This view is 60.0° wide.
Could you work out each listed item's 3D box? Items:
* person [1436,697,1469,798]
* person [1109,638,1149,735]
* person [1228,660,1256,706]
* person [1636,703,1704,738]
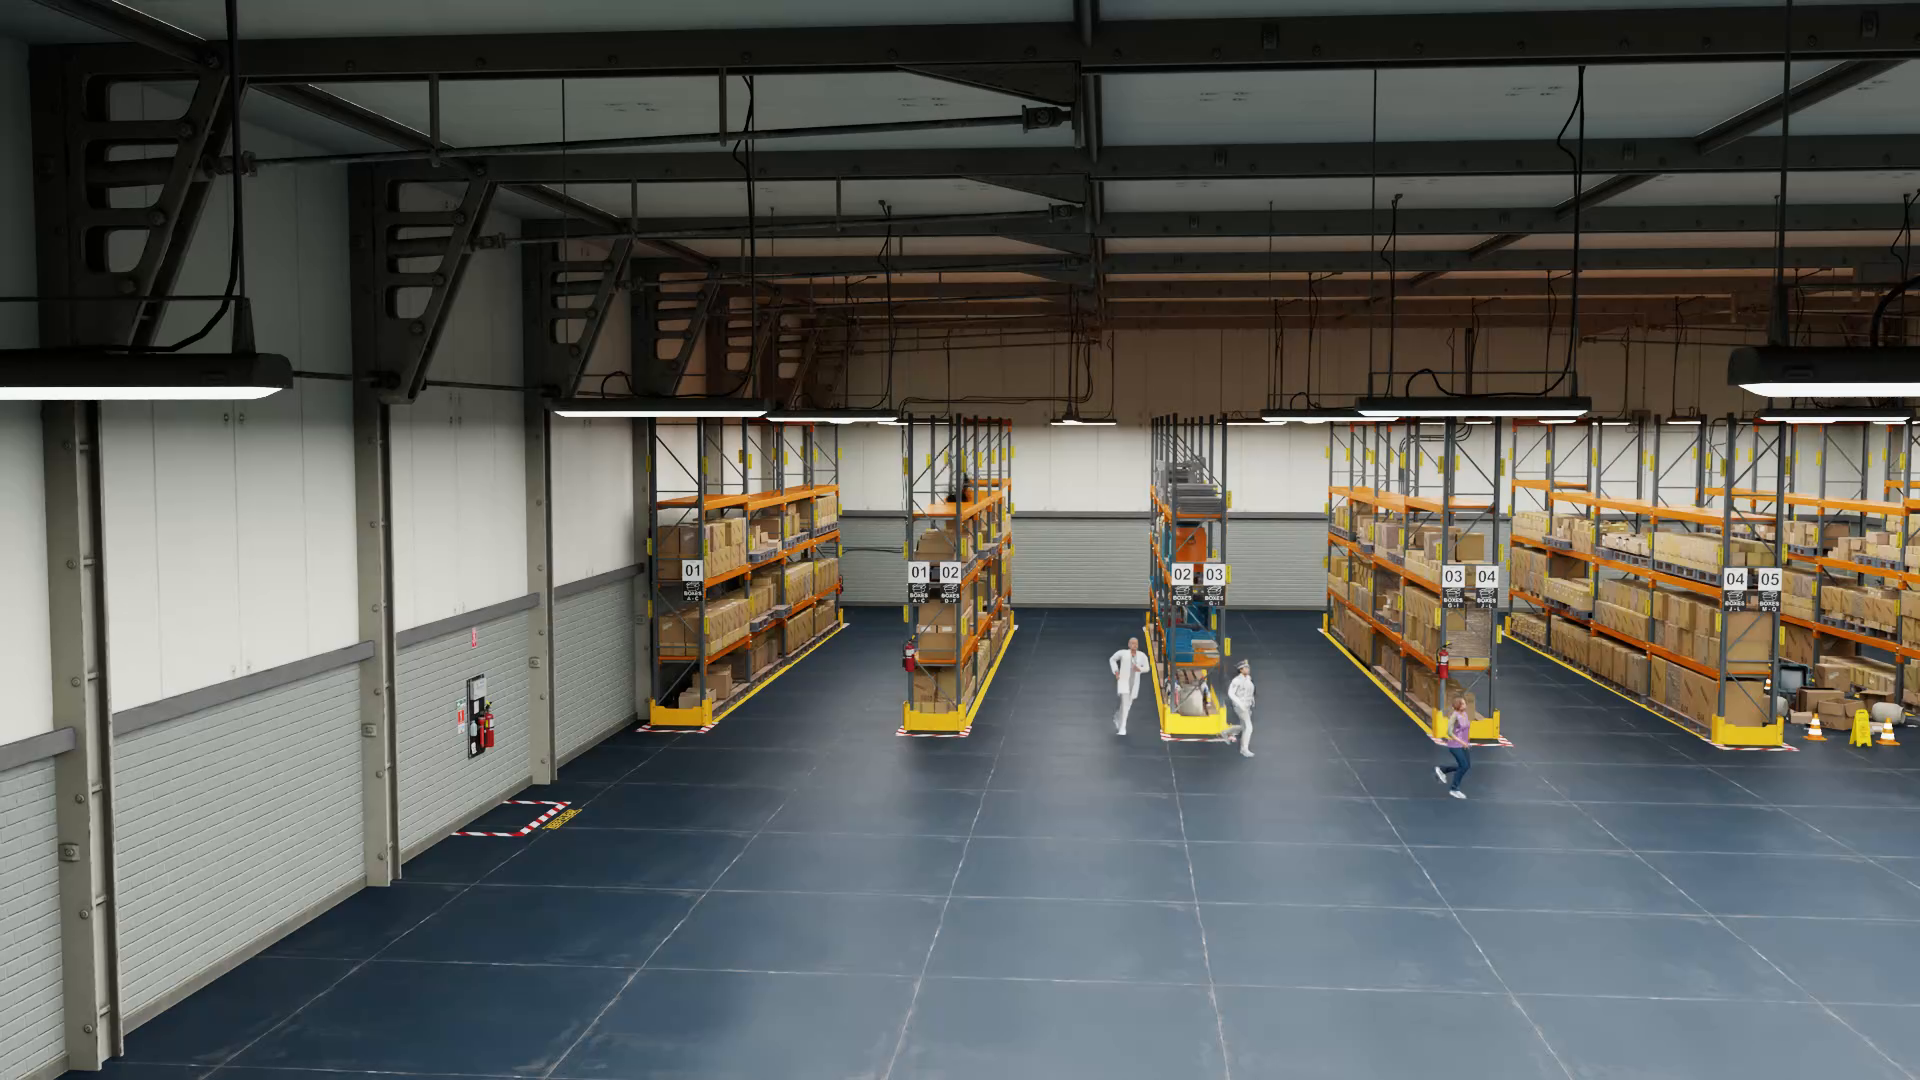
[{"bbox_3d":[7.701,3.216,25.885,0.604,1.573,0.562,4,5,44],"label":"person"},{"bbox_3d":[3.198,2.750,31.397,0.686,1.842,0.776,-1,4,-16],"label":"person"},{"bbox_3d":[4.976,2.500,29.153,0.348,0.828,0.635,3,5,38],"label":"person"},{"bbox_3d":[17.980,2.475,36.226,8.681,1.659,11.049,0,4,-1],"label":"person"}]
